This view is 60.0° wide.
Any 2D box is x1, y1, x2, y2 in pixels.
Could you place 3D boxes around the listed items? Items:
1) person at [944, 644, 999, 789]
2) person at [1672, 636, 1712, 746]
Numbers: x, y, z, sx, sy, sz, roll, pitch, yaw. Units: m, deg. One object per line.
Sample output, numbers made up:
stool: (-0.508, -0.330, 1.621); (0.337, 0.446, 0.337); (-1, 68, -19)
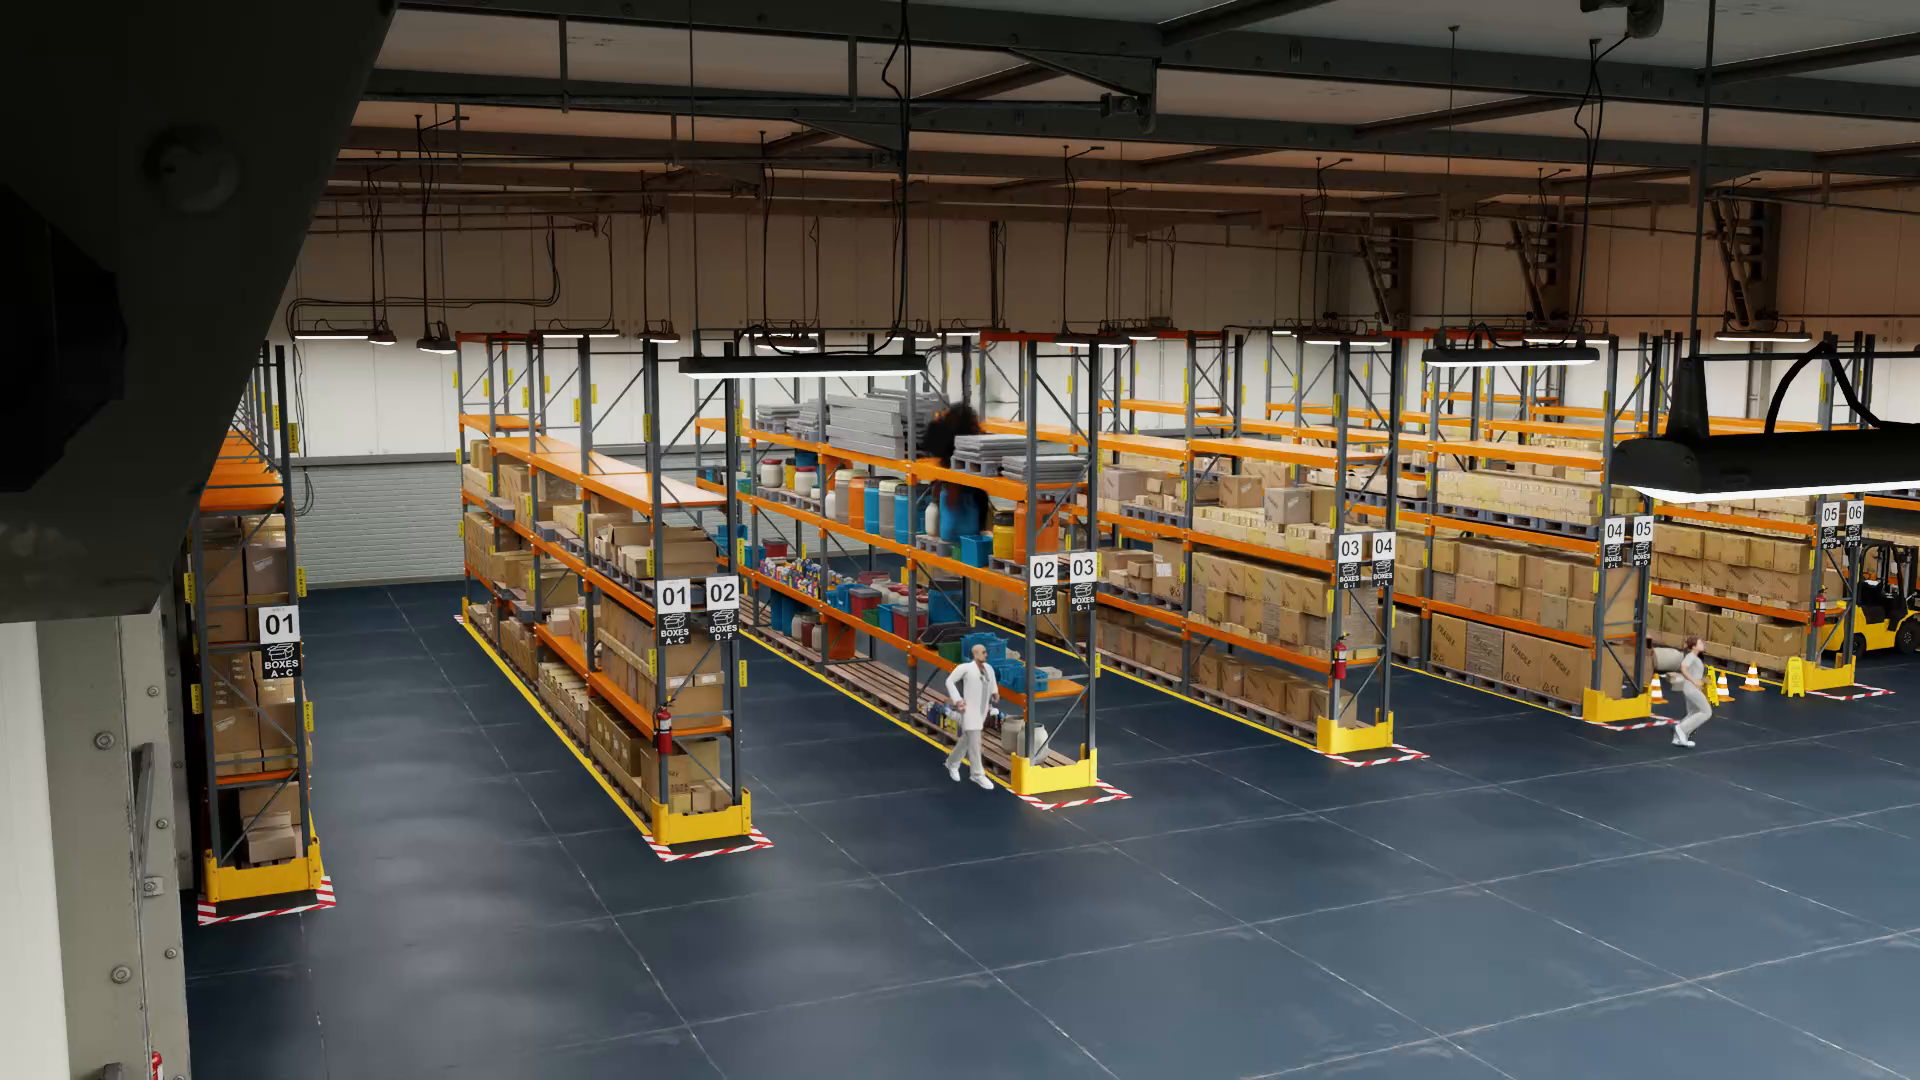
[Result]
person: (0.210, 2.258, 21.685); (0.872, 1.808, 0.712); (7, 10, 40)
person: (10.823, 2.224, 24.517); (0.512, 1.626, 0.598); (3, 8, 23)
